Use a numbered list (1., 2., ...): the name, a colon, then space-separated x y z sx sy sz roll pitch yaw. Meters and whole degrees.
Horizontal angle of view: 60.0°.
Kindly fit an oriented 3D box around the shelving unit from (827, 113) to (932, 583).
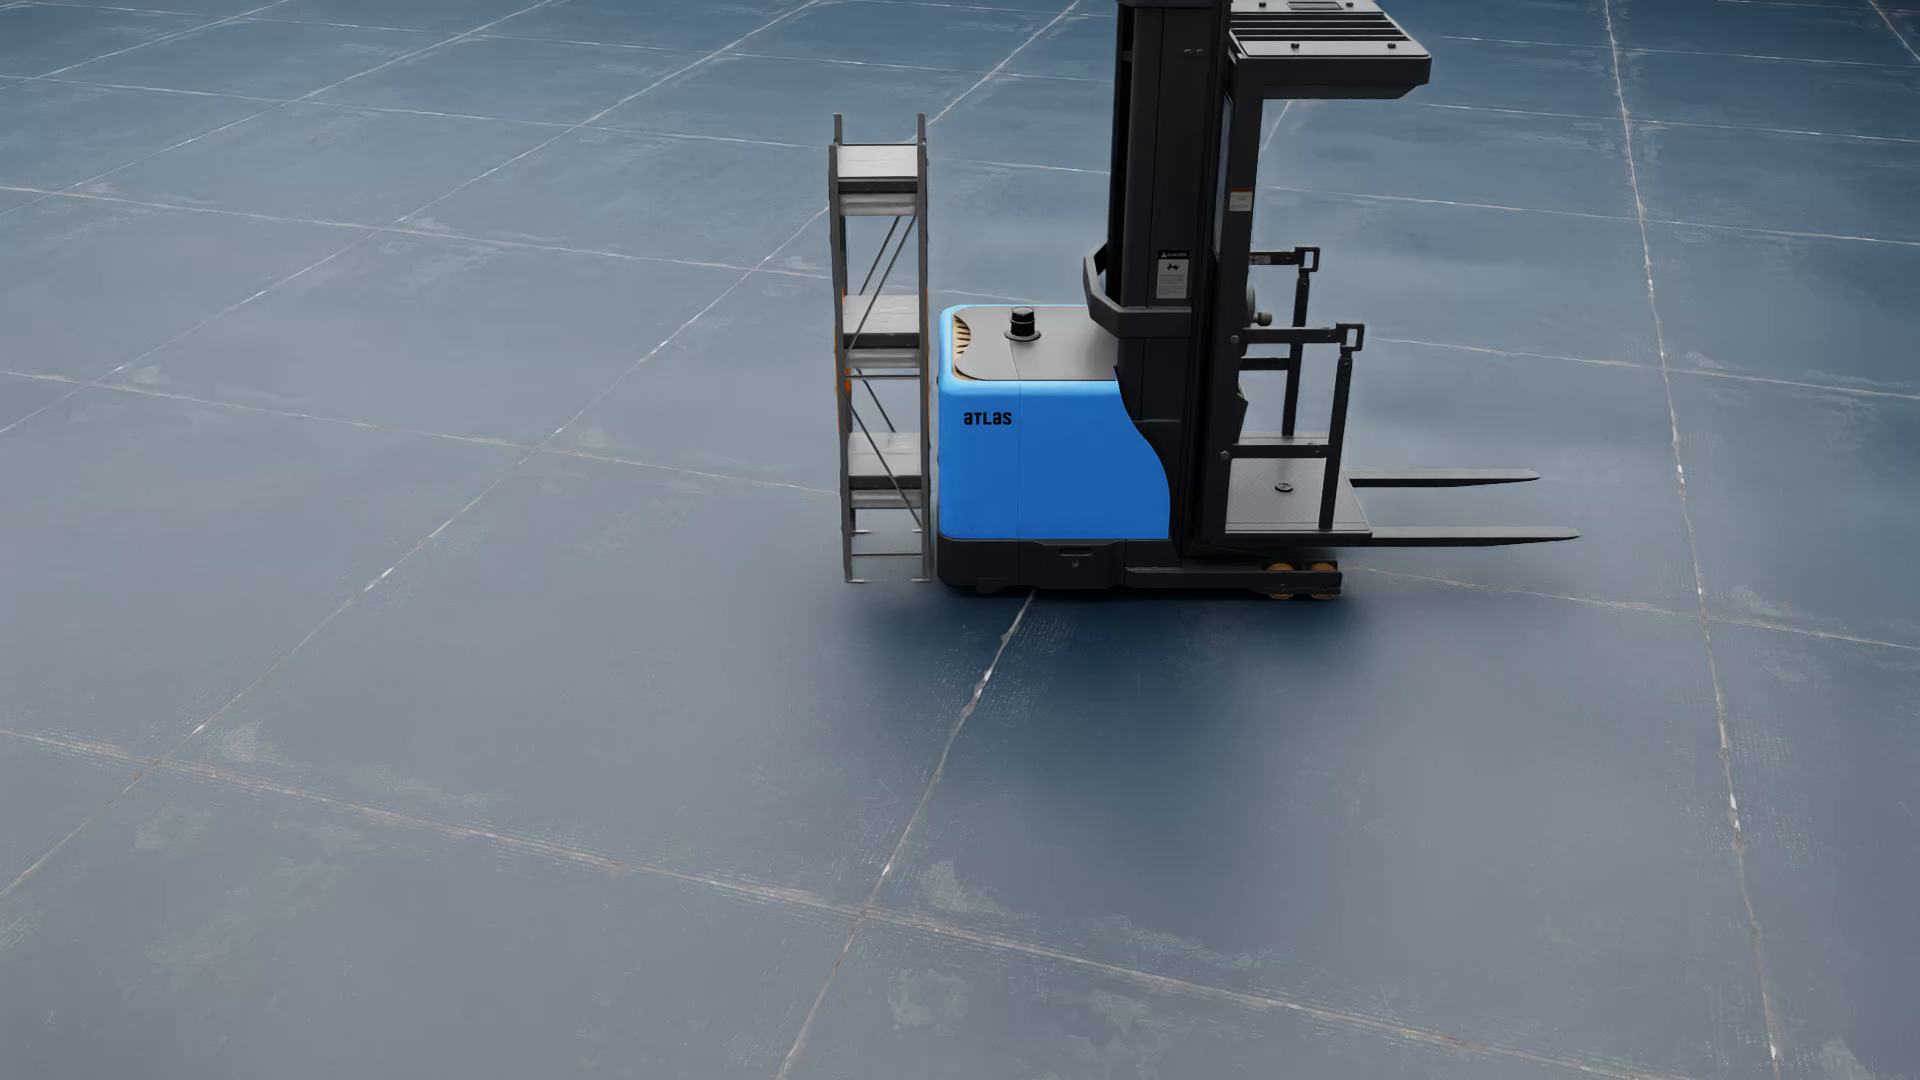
1. shelving unit: -0.349 -0.836 7.593 0.431 2.100 0.503 -1 29 -1

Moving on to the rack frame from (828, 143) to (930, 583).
1. rack frame: -0.344 -0.718 7.380 0.400 2.100 0.015 -1 29 -1

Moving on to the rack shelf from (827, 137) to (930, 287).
1. rack shelf: -0.349 -1.436 7.260 0.431 0.518 0.480 -1 29 -1

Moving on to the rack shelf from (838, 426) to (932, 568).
1. rack shelf: -0.349 -0.213 7.940 0.431 0.518 0.480 -1 29 -1

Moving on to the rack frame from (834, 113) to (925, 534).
1. rack frame: -0.353 -0.955 7.807 0.400 2.100 0.015 -1 29 -1

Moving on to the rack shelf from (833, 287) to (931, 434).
1. rack shelf: -0.349 -0.824 7.600 0.431 0.518 0.480 -1 29 -1

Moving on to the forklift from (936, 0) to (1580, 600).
1. forklift: 1.405 -1.263 7.505 3.031 2.935 1.130 0 29 0
